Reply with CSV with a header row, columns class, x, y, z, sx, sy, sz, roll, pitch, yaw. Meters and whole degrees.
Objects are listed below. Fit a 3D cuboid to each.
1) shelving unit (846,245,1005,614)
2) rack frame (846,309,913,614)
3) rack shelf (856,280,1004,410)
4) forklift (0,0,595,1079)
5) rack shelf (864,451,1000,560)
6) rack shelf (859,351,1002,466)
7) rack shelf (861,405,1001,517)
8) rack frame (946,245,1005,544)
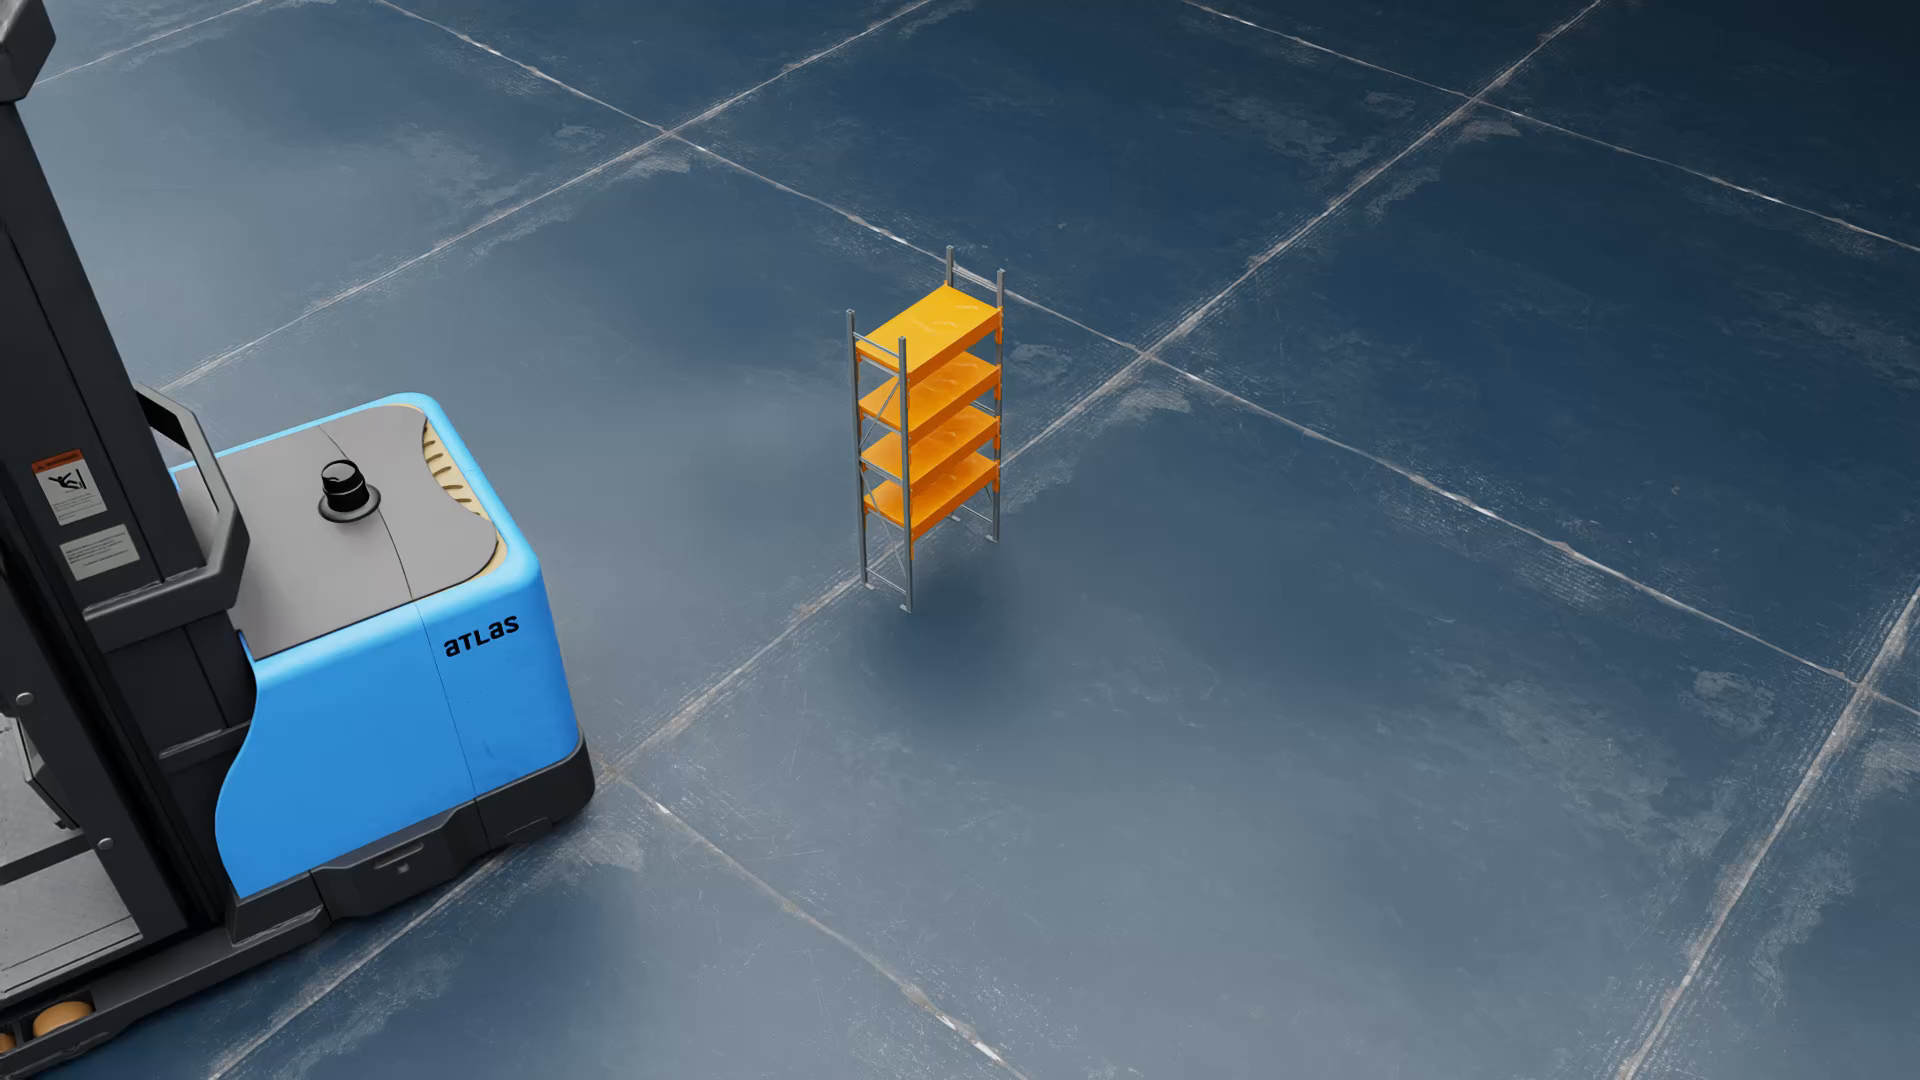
class,x,y,z,sx,sy,sz,roll,pitch,yaw
shelving unit,-0.107,-0.359,5.753,0.258,1.200,0.503,29,50,28
rack frame,-0.264,-0.233,5.614,0.240,1.200,0.015,29,50,28
rack shelf,-0.107,-0.649,5.488,0.258,0.148,0.480,29,50,28
forklift,-2.679,0.027,4.042,3.031,2.935,1.130,-23,47,-23
rack shelf,-0.107,-0.162,5.931,0.258,0.148,0.480,29,50,28
rack shelf,-0.107,-0.474,5.647,0.258,0.148,0.480,29,50,28
rack shelf,-0.107,-0.309,5.798,0.258,0.148,0.480,29,50,28
rack frame,0.051,-0.484,5.891,0.240,1.200,0.015,29,50,28
